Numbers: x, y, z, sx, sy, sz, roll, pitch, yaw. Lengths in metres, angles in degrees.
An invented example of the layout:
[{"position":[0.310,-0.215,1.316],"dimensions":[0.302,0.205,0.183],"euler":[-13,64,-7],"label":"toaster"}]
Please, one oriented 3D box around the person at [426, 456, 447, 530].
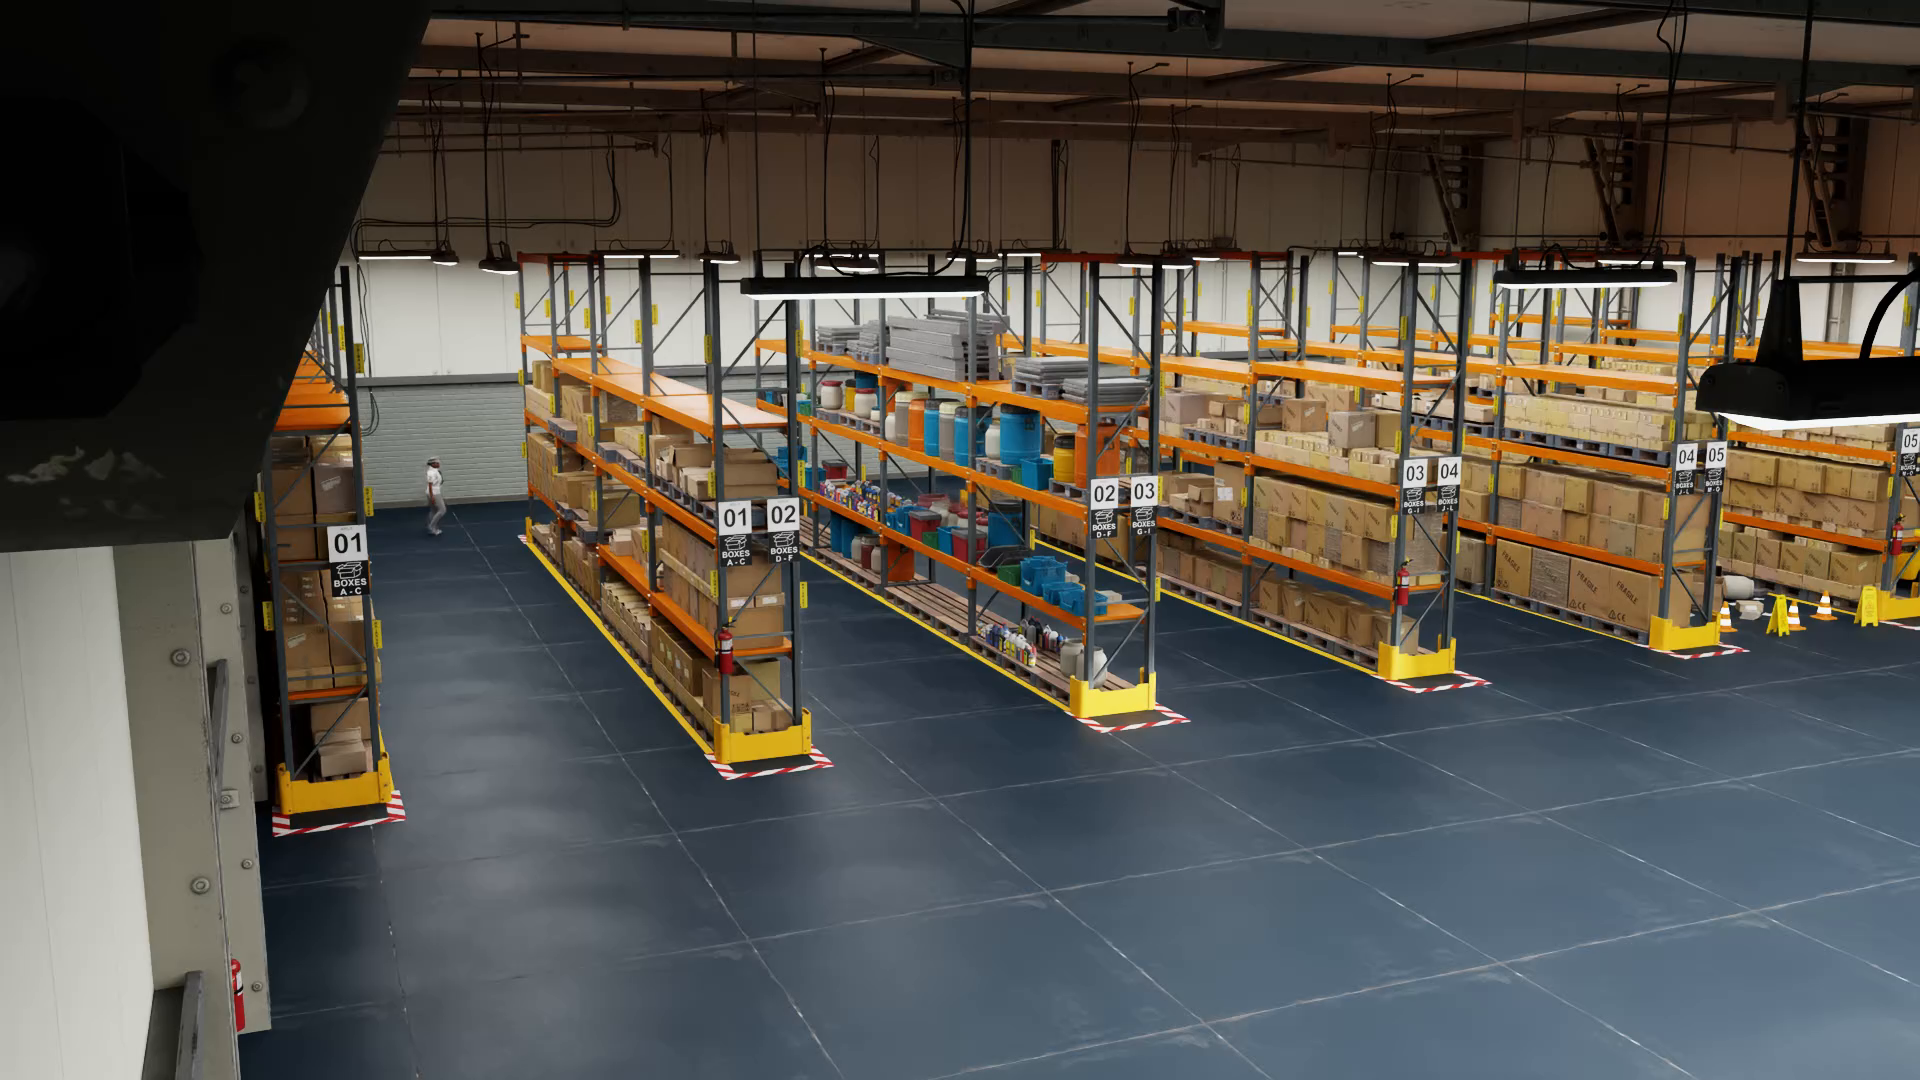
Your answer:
[{"position":[-11.218,-0.998,35.553],"dimensions":[0.411,1.603,0.470],"euler":[-4,11,-19],"label":"person"}]
